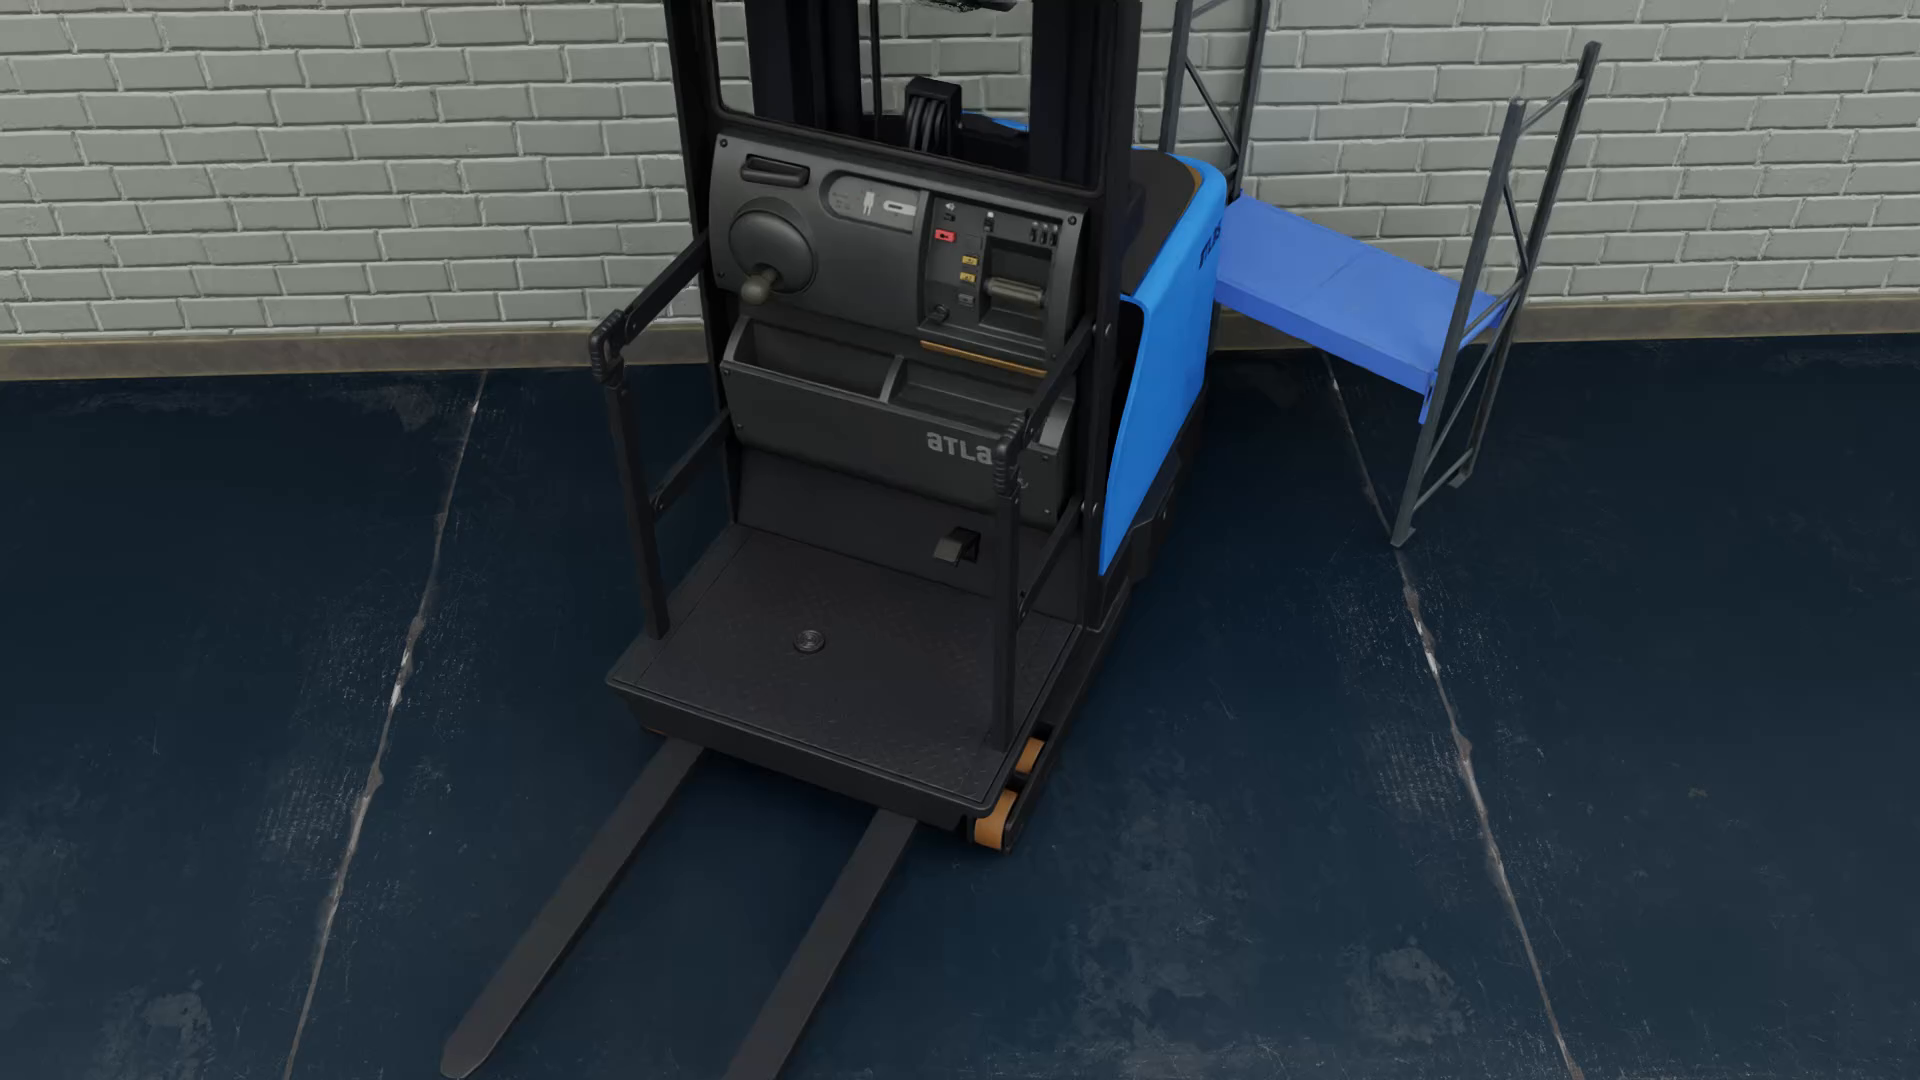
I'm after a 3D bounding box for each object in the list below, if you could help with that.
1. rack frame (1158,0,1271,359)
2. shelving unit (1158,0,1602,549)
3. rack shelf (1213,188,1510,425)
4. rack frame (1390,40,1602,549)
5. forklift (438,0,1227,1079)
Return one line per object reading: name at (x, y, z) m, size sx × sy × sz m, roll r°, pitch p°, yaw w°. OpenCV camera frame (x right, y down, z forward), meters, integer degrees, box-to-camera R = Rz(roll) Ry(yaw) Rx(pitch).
rack frame at (0.763, -1.116, 5.325) m, size 0.032 × 1.500 × 0.500 m, roll 30°, pitch 48°, yaw 28°
shelving unit at (1.152, -0.890, 5.089) m, size 1.048 × 1.500 × 0.538 m, roll 30°, pitch 48°, yaw 28°
rack shelf at (1.147, -0.756, 5.208) m, size 1.000 × 0.185 × 0.538 m, roll 30°, pitch 48°, yaw 28°
rack frame at (1.542, -0.665, 4.853) m, size 0.032 × 1.500 × 0.500 m, roll 30°, pitch 48°, yaw 28°
forklift at (-0.246, -0.602, 3.737) m, size 1.130 × 2.935 × 3.031 m, roll 16°, pitch 45°, yaw 17°
